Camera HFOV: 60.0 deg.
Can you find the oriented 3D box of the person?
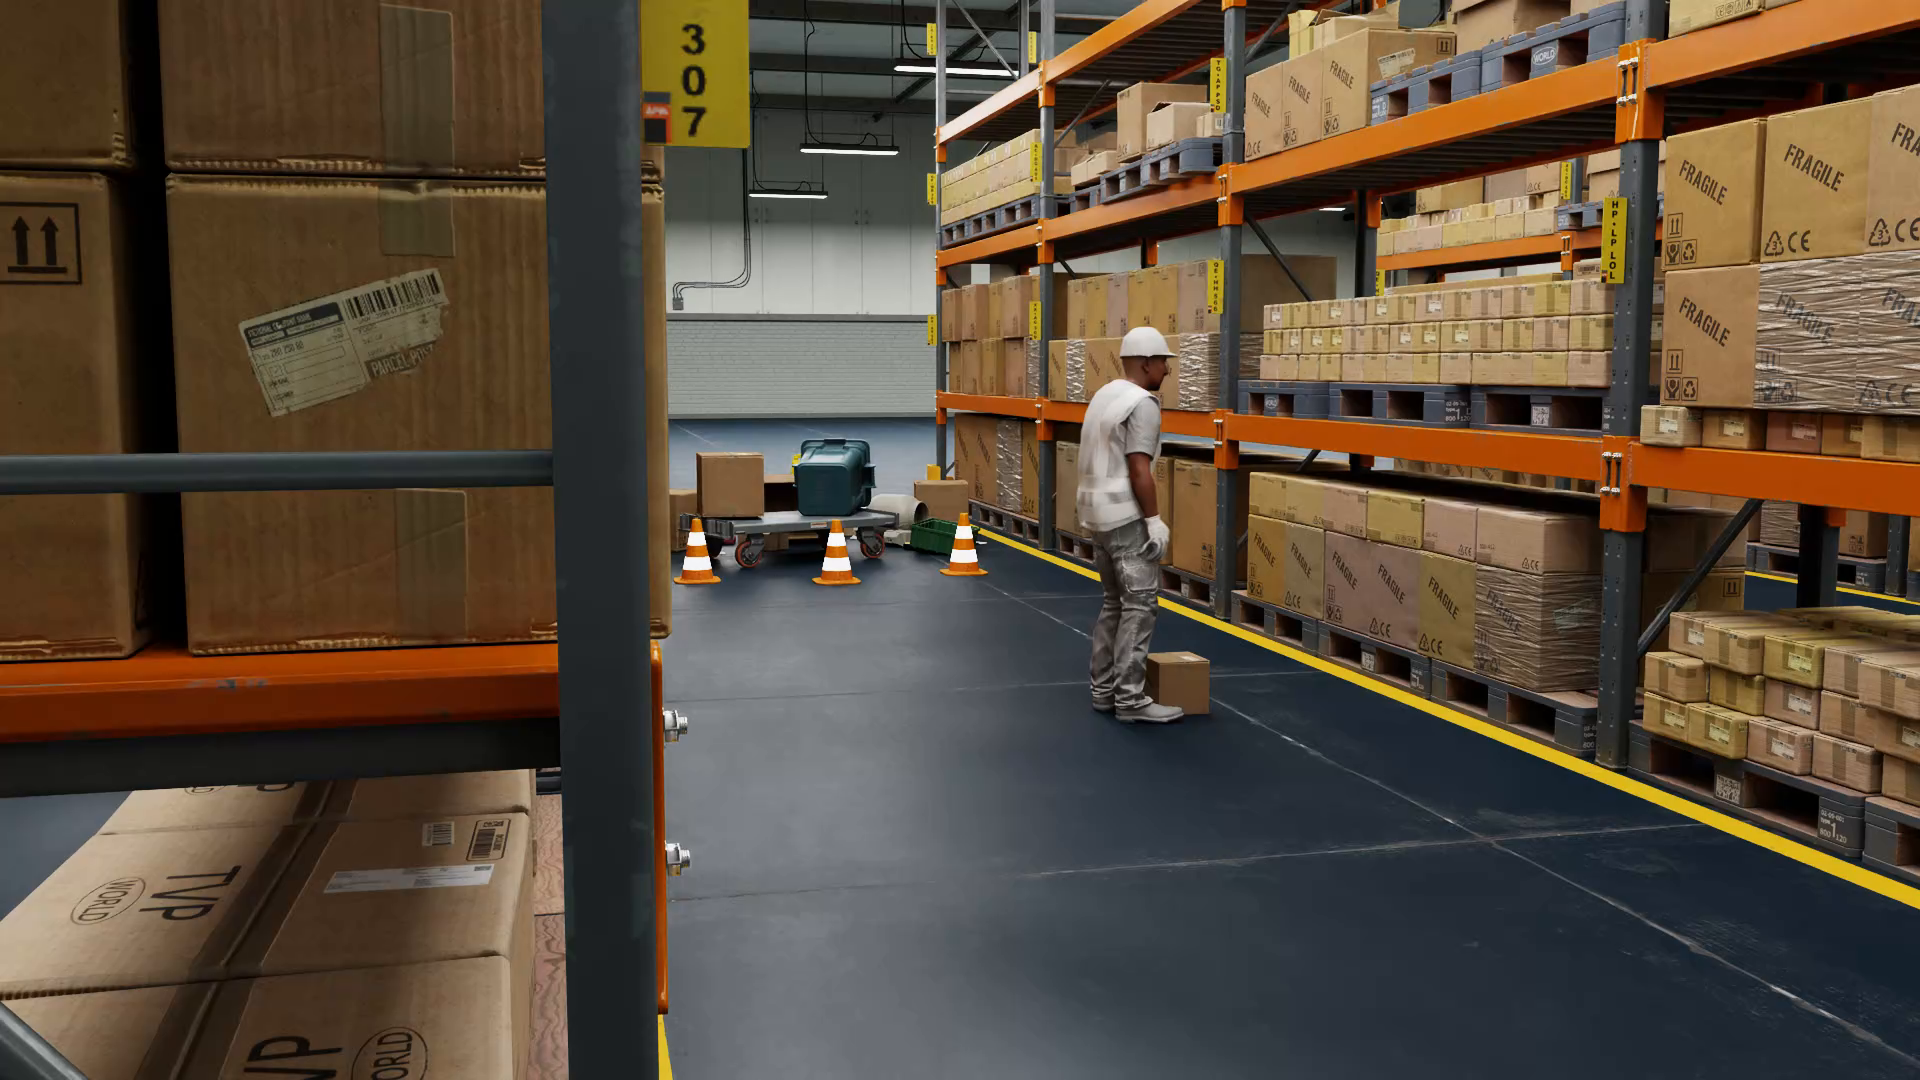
[{"bbox_3d":[0.781,-0.080,7.604,0.453,1.774,0.622,-2,6,-14],"label":"person"}]
